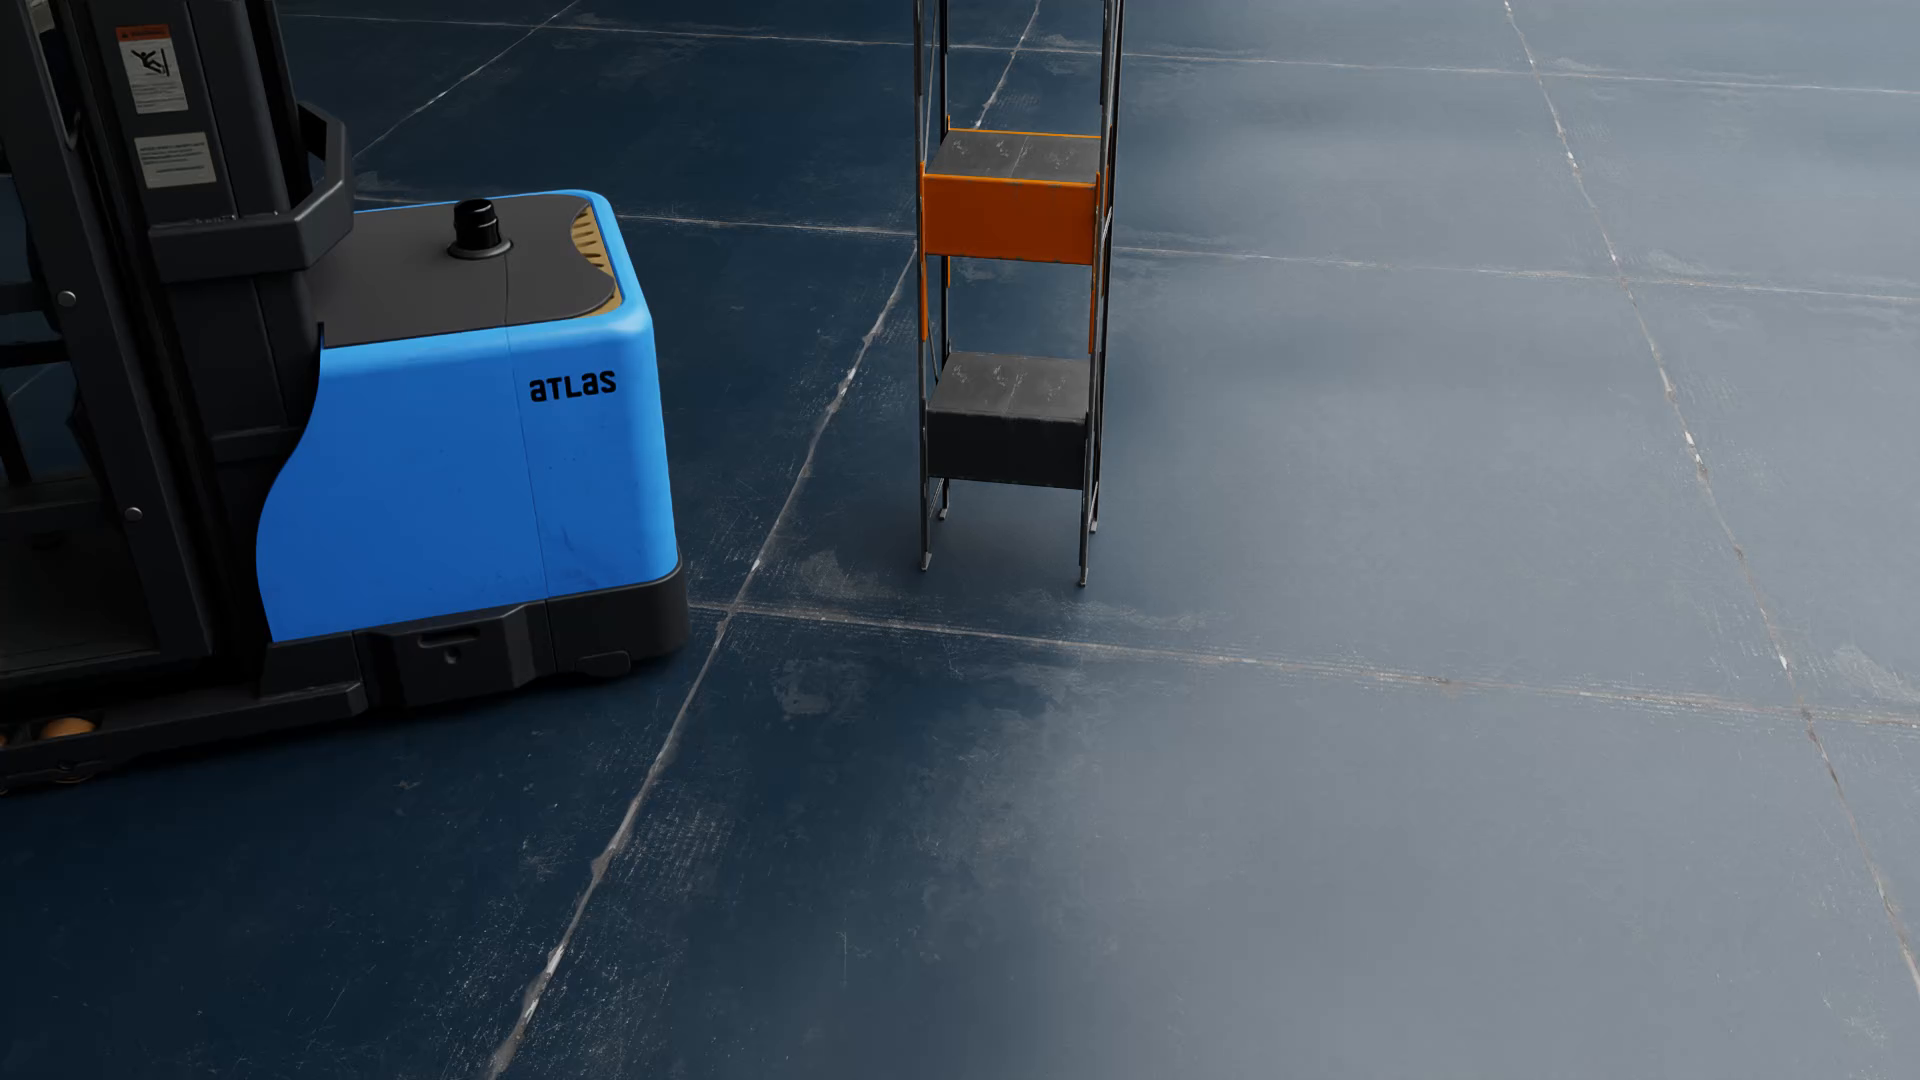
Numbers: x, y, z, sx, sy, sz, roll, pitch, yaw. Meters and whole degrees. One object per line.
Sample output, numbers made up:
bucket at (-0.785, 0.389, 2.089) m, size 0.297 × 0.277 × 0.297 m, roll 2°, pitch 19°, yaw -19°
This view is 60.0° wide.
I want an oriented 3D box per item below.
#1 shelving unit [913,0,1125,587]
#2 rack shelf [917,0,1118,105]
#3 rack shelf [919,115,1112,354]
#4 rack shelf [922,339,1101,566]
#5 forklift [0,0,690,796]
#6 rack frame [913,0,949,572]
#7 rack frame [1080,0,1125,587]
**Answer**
shelving unit at (0.163, -0.875, 4.669) m, size 0.503 × 2.100 × 0.431 m, roll 5°, pitch 32°, yaw 8°
rack shelf at (0.163, -1.457, 4.305) m, size 0.480 × 0.518 × 0.431 m, roll 5°, pitch 32°, yaw 8°
rack shelf at (0.163, -0.864, 4.677) m, size 0.480 × 0.518 × 0.431 m, roll 5°, pitch 32°, yaw 8°
rack shelf at (0.163, -0.270, 5.048) m, size 0.480 × 0.518 × 0.431 m, roll 5°, pitch 32°, yaw 8°
forklift at (-2.337, -0.903, 3.931) m, size 3.031 × 2.935 × 1.130 m, roll -9°, pitch 33°, yaw -15°
rack frame at (-0.077, -0.897, 4.704) m, size 0.015 × 2.100 × 0.400 m, roll 5°, pitch 32°, yaw 8°
rack frame at (0.404, -0.853, 4.634) m, size 0.015 × 2.100 × 0.400 m, roll 5°, pitch 32°, yaw 8°
